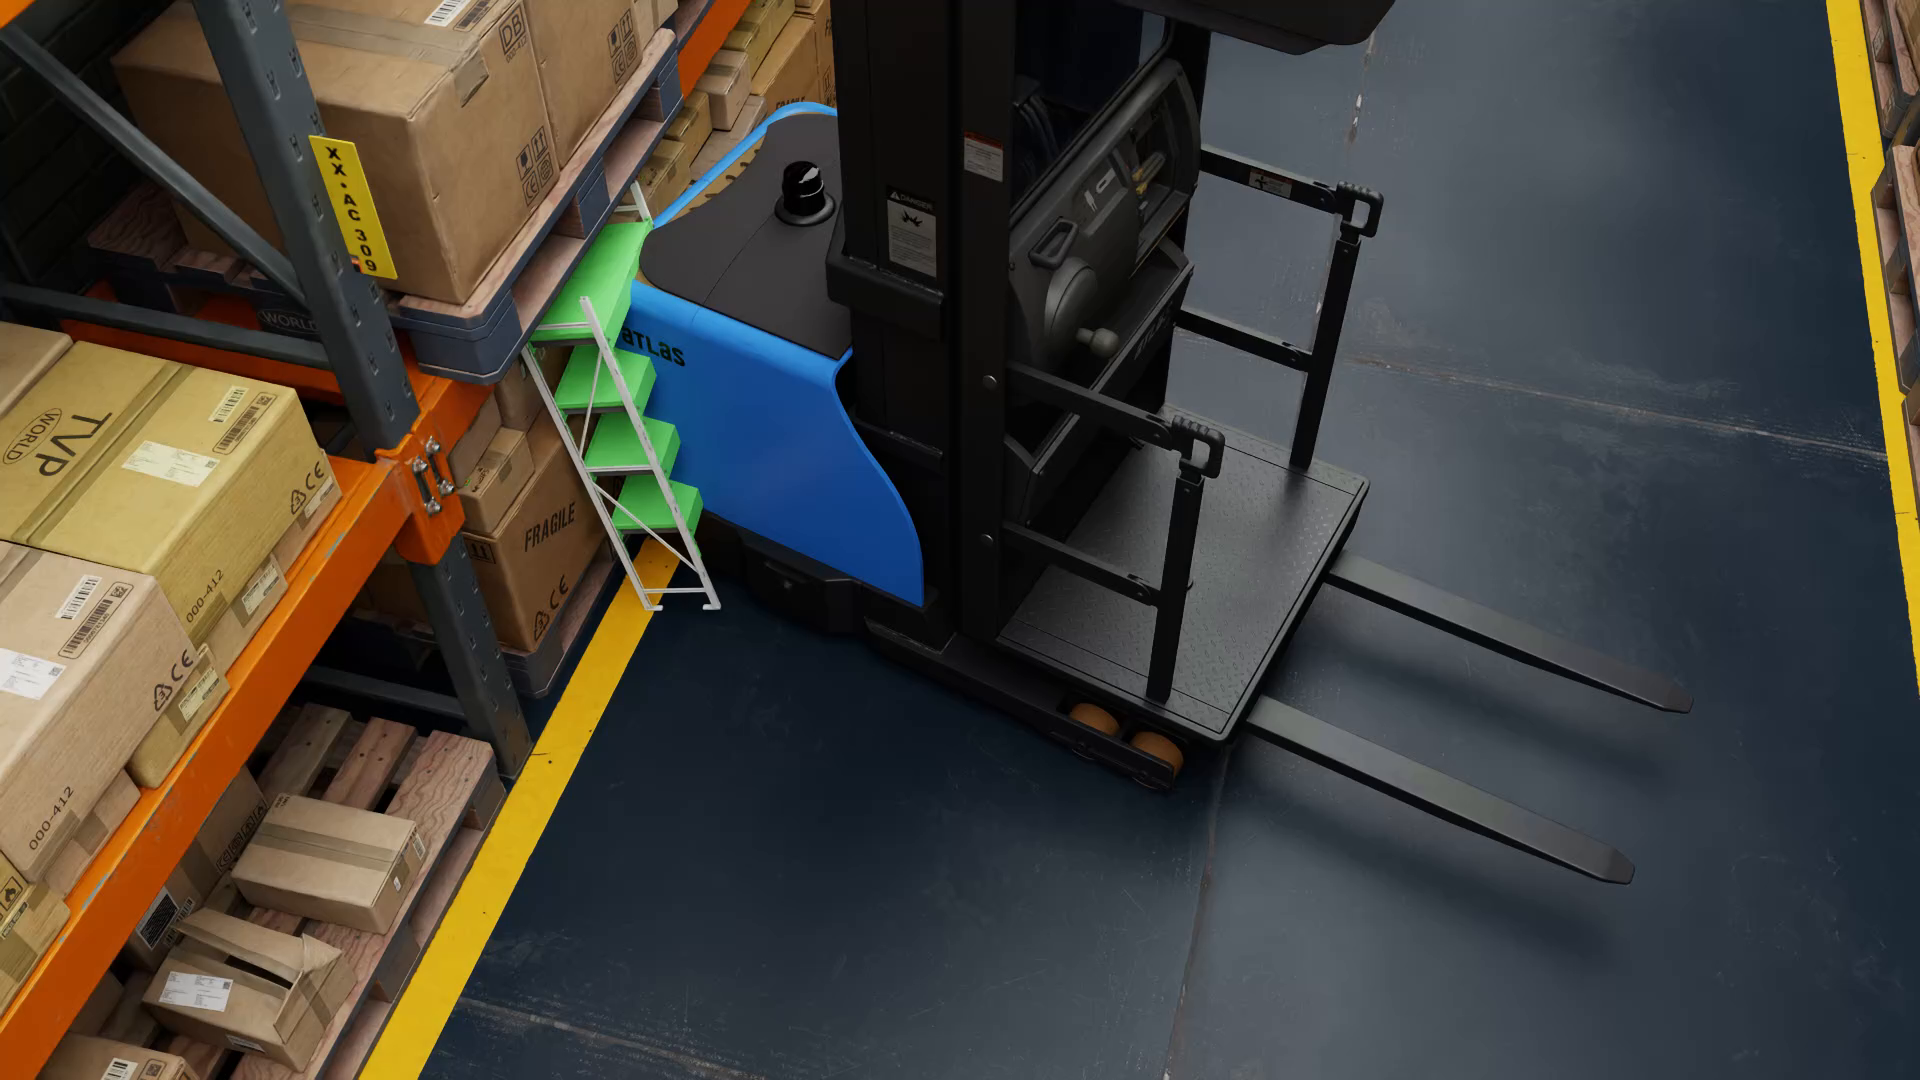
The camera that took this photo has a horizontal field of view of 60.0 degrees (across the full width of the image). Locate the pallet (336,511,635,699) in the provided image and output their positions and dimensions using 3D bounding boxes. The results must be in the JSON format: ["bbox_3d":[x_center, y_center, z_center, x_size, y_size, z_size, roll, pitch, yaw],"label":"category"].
[{"bbox_3d":[-1.531,-0.132,5.226,1.003,0.211,1.213,12,50,10],"label":"pallet"}]

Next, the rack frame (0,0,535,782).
[{"bbox_3d":[-1.708,-0.459,3.654,1.000,3.000,0.127,12,50,10],"label":"rack frame"}]

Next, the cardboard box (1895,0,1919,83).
[{"bbox_3d":[4.293,-2.052,6.533,0.950,0.372,0.625,9,49,7],"label":"cardboard box"}]

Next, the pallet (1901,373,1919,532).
[{"bbox_3d":[3.531,-0.018,5.125,1.003,0.211,1.213,12,50,10],"label":"pallet"}]

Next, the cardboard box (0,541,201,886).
[{"bbox_3d":[-1.725,0.274,2.909,0.500,0.250,0.500,12,50,10],"label":"cardboard box"}]

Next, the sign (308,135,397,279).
[{"bbox_3d":[-1.183,-0.644,3.240,0.100,0.325,0.005,12,50,10],"label":"sign"}]

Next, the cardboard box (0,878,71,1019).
[{"bbox_3d":[-1.777,0.665,2.830,0.380,0.149,0.250,11,49,9],"label":"cardboard box"}]

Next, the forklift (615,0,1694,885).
[{"bbox_3d":[0.540,-0.737,3.946,3.031,2.935,1.130,23,53,19],"label":"forklift"}]

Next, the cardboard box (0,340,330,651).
[{"bbox_3d":[-1.607,-0.091,3.232,0.500,0.250,0.500,13,50,11],"label":"cardboard box"}]

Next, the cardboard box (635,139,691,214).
[{"bbox_3d":[-1.074,-1.149,5.218,0.380,0.149,0.250,13,50,11],"label":"cardboard box"}]

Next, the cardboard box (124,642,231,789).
[{"bbox_3d":[-1.641,0.290,3.161,0.380,0.149,0.250,13,50,11],"label":"cardboard box"}]

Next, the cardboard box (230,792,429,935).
[{"bbox_3d":[-1.572,0.806,4.159,0.380,0.149,0.250,10,49,9],"label":"cardboard box"}]

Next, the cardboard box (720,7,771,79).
[{"bbox_3d":[-0.873,-1.724,5.725,0.380,0.149,0.250,11,49,9],"label":"cardboard box"}]

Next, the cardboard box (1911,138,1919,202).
[{"bbox_3d":[3.872,-1.328,5.559,0.875,0.875,0.875,11,50,10],"label":"cardboard box"}]

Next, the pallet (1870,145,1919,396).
[{"bbox_3d":[3.854,-0.897,5.901,1.003,0.211,1.213,12,50,10],"label":"pallet"}]

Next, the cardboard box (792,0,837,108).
[{"bbox_3d":[-0.701,-1.956,6.363,0.500,0.500,0.500,11,49,9],"label":"cardboard box"}]

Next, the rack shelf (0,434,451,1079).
[{"bbox_3d":[-2.235,1.226,2.647,1.077,0.370,4.000,12,50,10],"label":"rack shelf"}]

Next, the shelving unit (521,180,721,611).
[{"bbox_3d":[-0.913,-0.377,4.767,0.258,1.200,0.503,-2,47,12],"label":"shelving unit"}]

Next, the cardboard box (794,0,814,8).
[{"bbox_3d":[-0.695,-2.086,6.045,0.380,0.149,0.250,10,49,9],"label":"cardboard box"}]

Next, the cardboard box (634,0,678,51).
[{"bbox_3d":[-0.972,-1.483,4.367,0.396,0.266,0.258,14,50,12],"label":"cardboard box"}]

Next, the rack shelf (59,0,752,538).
[{"bbox_3d":[-1.182,-1.668,5.201,1.077,0.370,4.000,12,50,10],"label":"rack shelf"}]

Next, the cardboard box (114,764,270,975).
[{"bbox_3d":[-2.110,0.723,4.125,0.500,0.311,0.500,13,50,11],"label":"cardboard box"}]

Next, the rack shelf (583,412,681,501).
[{"bbox_3d":[-0.902,-0.334,4.813,0.258,0.148,0.480,-2,47,12],"label":"rack shelf"}]

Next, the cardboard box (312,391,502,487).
[{"bbox_3d":[-1.416,-0.303,4.273,0.380,0.149,0.250,11,49,9],"label":"cardboard box"}]

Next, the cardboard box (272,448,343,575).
[{"bbox_3d":[-1.549,-0.095,3.501,0.380,0.149,0.250,12,50,11],"label":"cardboard box"}]

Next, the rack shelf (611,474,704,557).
[{"bbox_3d":[-0.860,-0.173,4.985,0.258,0.148,0.480,-2,47,12],"label":"rack shelf"}]

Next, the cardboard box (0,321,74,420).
[{"bbox_3d":[-2.099,-0.203,3.330,0.500,0.250,0.500,11,50,10],"label":"cardboard box"}]

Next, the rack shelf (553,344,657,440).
[{"bbox_3d":[-0.944,-0.495,4.640,0.258,0.148,0.480,-2,47,12],"label":"rack shelf"}]

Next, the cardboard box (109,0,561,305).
[{"bbox_3d":[-1.365,-0.937,3.729,0.700,0.500,0.500,13,50,11],"label":"cardboard box"}]

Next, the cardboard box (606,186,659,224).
[{"bbox_3d":[-1.142,-0.970,5.060,0.380,0.149,0.250,11,50,10],"label":"cardboard box"}]

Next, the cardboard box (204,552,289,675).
[{"bbox_3d":[-1.596,0.097,3.331,0.380,0.149,0.250,13,50,11],"label":"cardboard box"}]

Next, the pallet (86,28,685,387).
[{"bbox_3d":[-1.393,-0.952,4.218,1.003,0.211,1.213,12,50,10],"label":"pallet"}]

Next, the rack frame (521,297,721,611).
[{"bbox_3d":[-0.943,-0.196,4.605,0.240,1.200,0.015,-2,47,12],"label":"rack frame"}]

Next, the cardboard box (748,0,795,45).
[{"bbox_3d":[-0.808,-1.904,5.884,0.380,0.149,0.250,13,50,11],"label":"cardboard box"}]

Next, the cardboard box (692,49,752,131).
[{"bbox_3d":[-0.917,-1.518,5.544,0.380,0.149,0.250,9,49,8],"label":"cardboard box"}]

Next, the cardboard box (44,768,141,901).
[{"bbox_3d":[-1.736,0.474,2.998,0.380,0.149,0.250,13,50,11],"label":"cardboard box"}]

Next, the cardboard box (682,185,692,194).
[{"bbox_3d":[-1.098,-0.824,5.363,0.500,0.500,0.500,10,49,9],"label":"cardboard box"}]

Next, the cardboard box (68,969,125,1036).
[{"bbox_3d":[-2.224,1.090,3.908,0.380,0.149,0.250,11,49,10],"label":"cardboard box"}]

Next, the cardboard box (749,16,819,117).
[{"bbox_3d":[-0.836,-1.577,6.028,0.500,0.500,0.500,14,50,12],"label":"cardboard box"}]

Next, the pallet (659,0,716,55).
[{"bbox_3d":[-1.163,-1.881,5.038,1.003,0.211,1.213,12,50,10],"label":"pallet"}]

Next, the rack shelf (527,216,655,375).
[{"bbox_3d":[-0.985,-0.656,4.467,0.258,0.148,0.480,-2,47,12],"label":"rack shelf"}]

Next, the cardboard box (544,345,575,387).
[{"bbox_3d":[-1.302,-0.596,4.730,0.380,0.149,0.250,9,49,8],"label":"cardboard box"}]

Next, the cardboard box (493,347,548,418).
[{"bbox_3d":[-1.335,-0.488,4.436,0.380,0.149,0.250,9,49,8],"label":"cardboard box"}]

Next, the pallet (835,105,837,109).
[{"bbox_3d":[-0.888,-1.897,6.783,1.003,0.211,1.213,12,50,10],"label":"pallet"}]

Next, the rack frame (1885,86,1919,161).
[{"bbox_3d":[4.134,-2.375,5.346,1.000,3.000,0.127,12,50,10],"label":"rack frame"}]

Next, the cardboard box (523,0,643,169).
[{"bbox_3d":[-1.229,-1.311,4.060,0.700,0.500,0.500,12,50,10],"label":"cardboard box"}]

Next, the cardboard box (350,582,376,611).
[{"bbox_3d":[-1.864,-0.184,4.799,0.500,0.500,0.500,11,50,10],"label":"cardboard box"}]

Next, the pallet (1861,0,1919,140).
[{"bbox_3d":[4.341,-2.018,6.890,1.003,0.211,1.213,12,50,10],"label":"pallet"}]

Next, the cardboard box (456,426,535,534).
[{"bbox_3d":[-1.357,-0.192,4.374,0.380,0.149,0.250,14,50,12],"label":"cardboard box"}]

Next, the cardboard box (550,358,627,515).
[{"bbox_3d":[-1.233,-0.463,5.045,0.500,0.500,0.500,11,49,10],"label":"cardboard box"}]

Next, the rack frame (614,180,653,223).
[{"bbox_3d":[-0.883,-0.557,4.928,0.240,1.200,0.015,-2,47,12],"label":"rack frame"}]

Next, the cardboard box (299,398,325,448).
[{"bbox_3d":[-1.890,-0.309,4.476,0.380,0.149,0.250,10,49,9],"label":"cardboard box"}]

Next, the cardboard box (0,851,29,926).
[{"bbox_3d":[-1.869,0.632,2.593,0.500,0.250,0.500,11,50,10],"label":"cardboard box"}]

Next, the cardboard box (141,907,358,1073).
[{"bbox_3d":[-1.666,1.026,3.887,0.396,0.266,0.258,13,50,11],"label":"cardboard box"}]

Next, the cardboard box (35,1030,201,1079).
[{"bbox_3d":[-1.973,1.337,3.456,0.700,0.500,0.500,10,49,9],"label":"cardboard box"}]

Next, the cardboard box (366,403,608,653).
[{"bbox_3d":[-1.364,-0.076,4.704,0.500,0.500,0.500,14,50,12],"label":"cardboard box"}]

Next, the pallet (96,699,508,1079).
[{"bbox_3d":[-1.890,0.960,4.262,1.003,0.211,1.213,12,50,10],"label":"pallet"}]

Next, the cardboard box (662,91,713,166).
[{"bbox_3d":[-1.031,-1.350,5.396,0.380,0.149,0.250,12,50,10],"label":"cardboard box"}]

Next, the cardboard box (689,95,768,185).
[{"bbox_3d":[-0.955,-1.197,5.693,0.500,0.500,0.500,10,49,9],"label":"cardboard box"}]

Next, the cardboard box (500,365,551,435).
[{"bbox_3d":[-1.359,-0.408,4.564,0.380,0.149,0.250,10,49,9],"label":"cardboard box"}]
